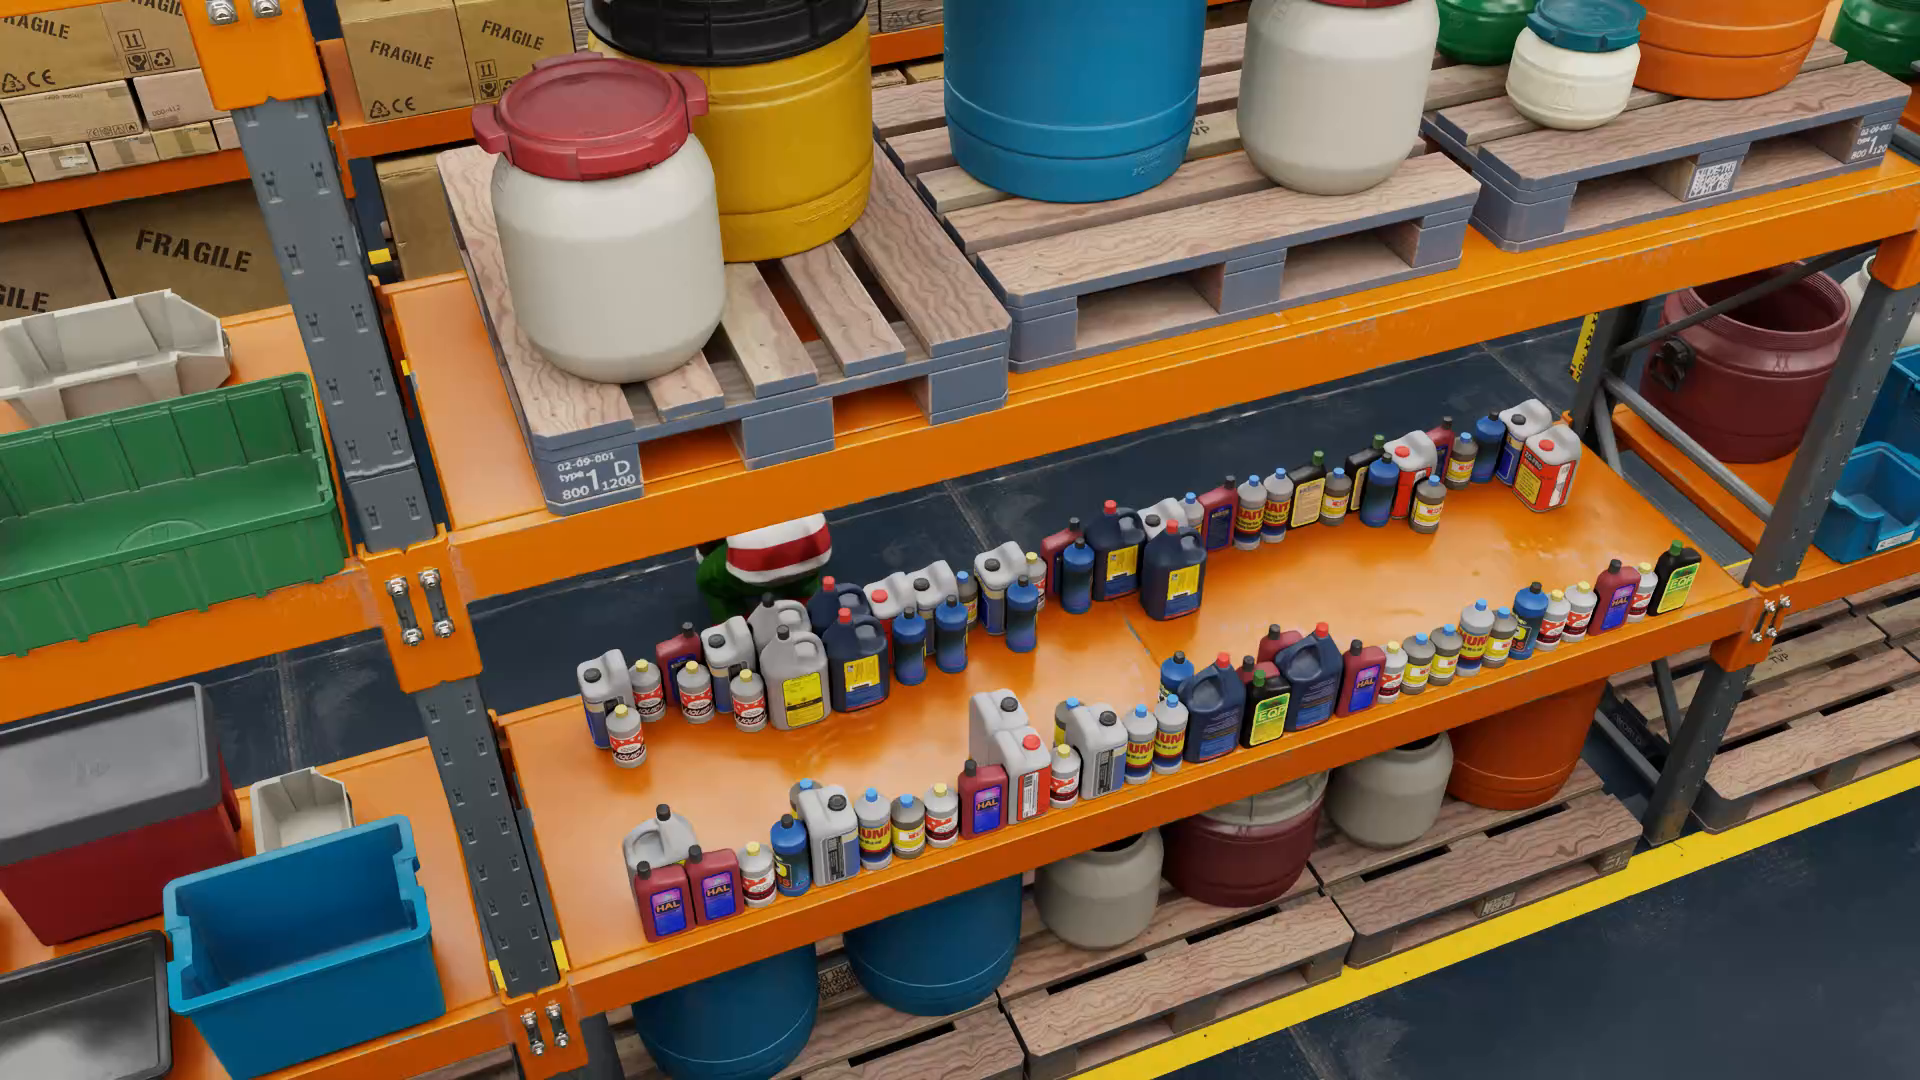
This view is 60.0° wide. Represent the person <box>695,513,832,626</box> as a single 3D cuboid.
[{"bbox_3d":[-0.829,0.039,6.664,0.532,1.036,0.959,-17,44,-19],"label":"person"}]
